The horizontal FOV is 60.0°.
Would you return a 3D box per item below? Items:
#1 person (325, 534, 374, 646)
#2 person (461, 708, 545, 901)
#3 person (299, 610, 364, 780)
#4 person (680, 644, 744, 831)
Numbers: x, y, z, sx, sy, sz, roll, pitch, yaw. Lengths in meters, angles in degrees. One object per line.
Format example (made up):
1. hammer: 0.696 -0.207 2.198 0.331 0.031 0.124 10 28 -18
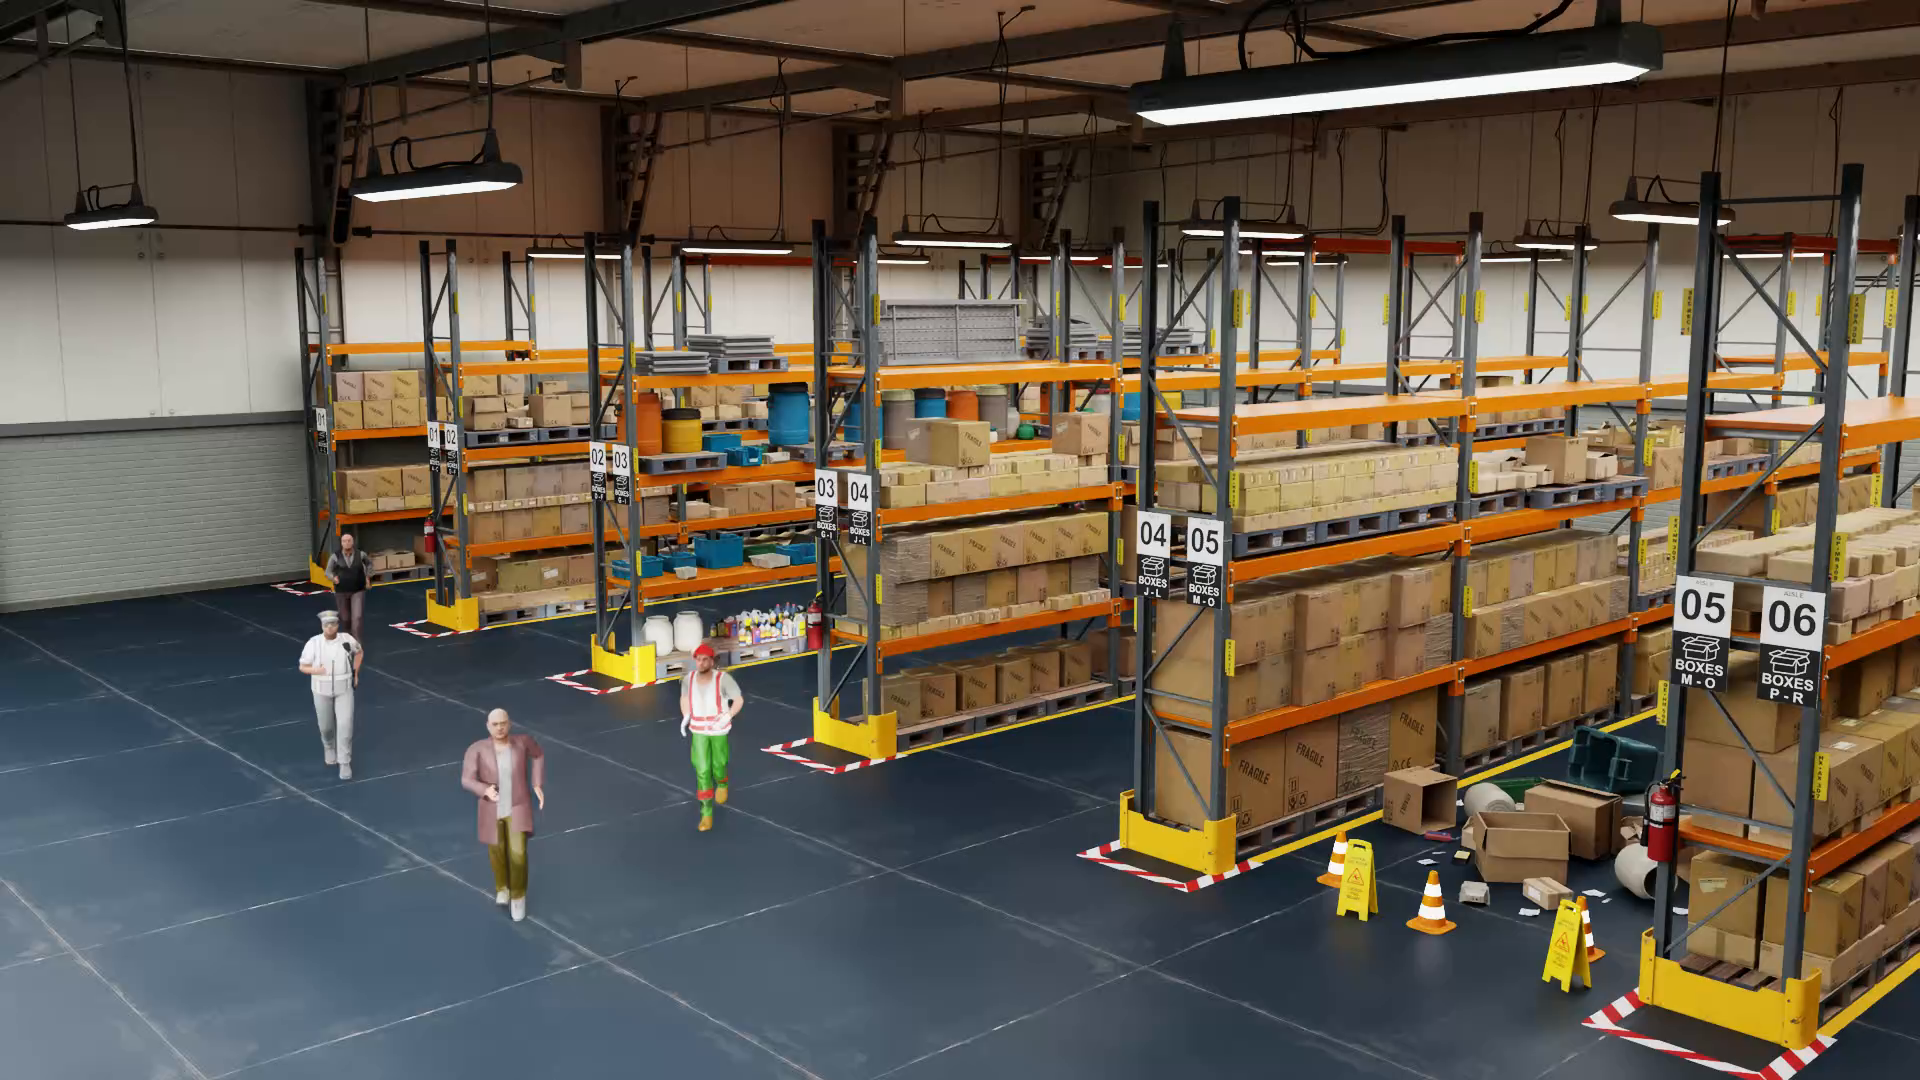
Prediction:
1. person: -8.883 0.764 24.224 0.669 1.711 0.965 -3 9 -18
2. person: -3.785 2.209 13.813 0.668 1.656 0.852 -2 9 -13
3. person: -6.788 1.629 18.019 0.664 1.778 0.924 -3 9 -22
4. person: -2.443 1.883 16.349 0.653 1.778 0.894 1 8 4
